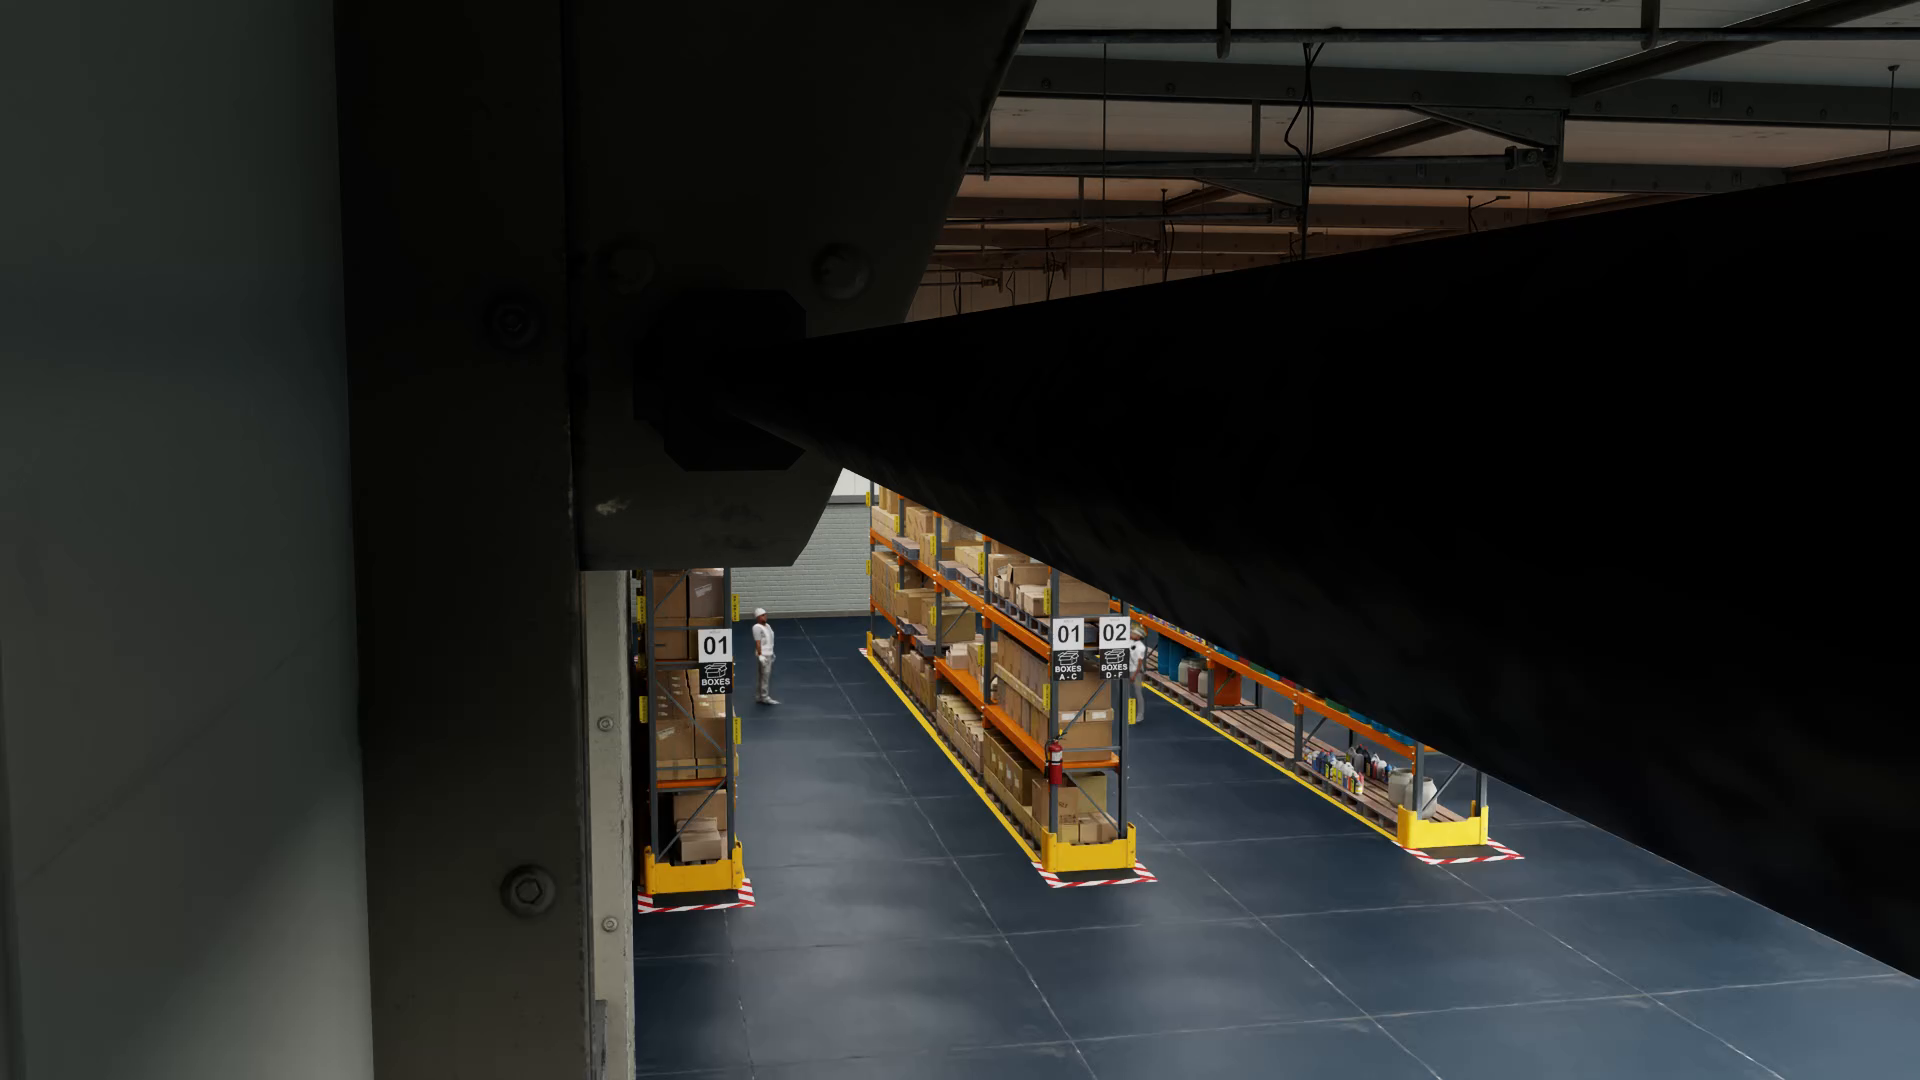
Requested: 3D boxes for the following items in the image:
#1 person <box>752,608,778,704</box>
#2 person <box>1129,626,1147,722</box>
[{"bbox_3d":[-3.665,2.177,31.352,0.478,1.785,0.599,0,6,-2],"label":"person"},{"bbox_3d":[3.073,2.387,29.801,0.508,1.704,0.511,5,8,40],"label":"person"}]
